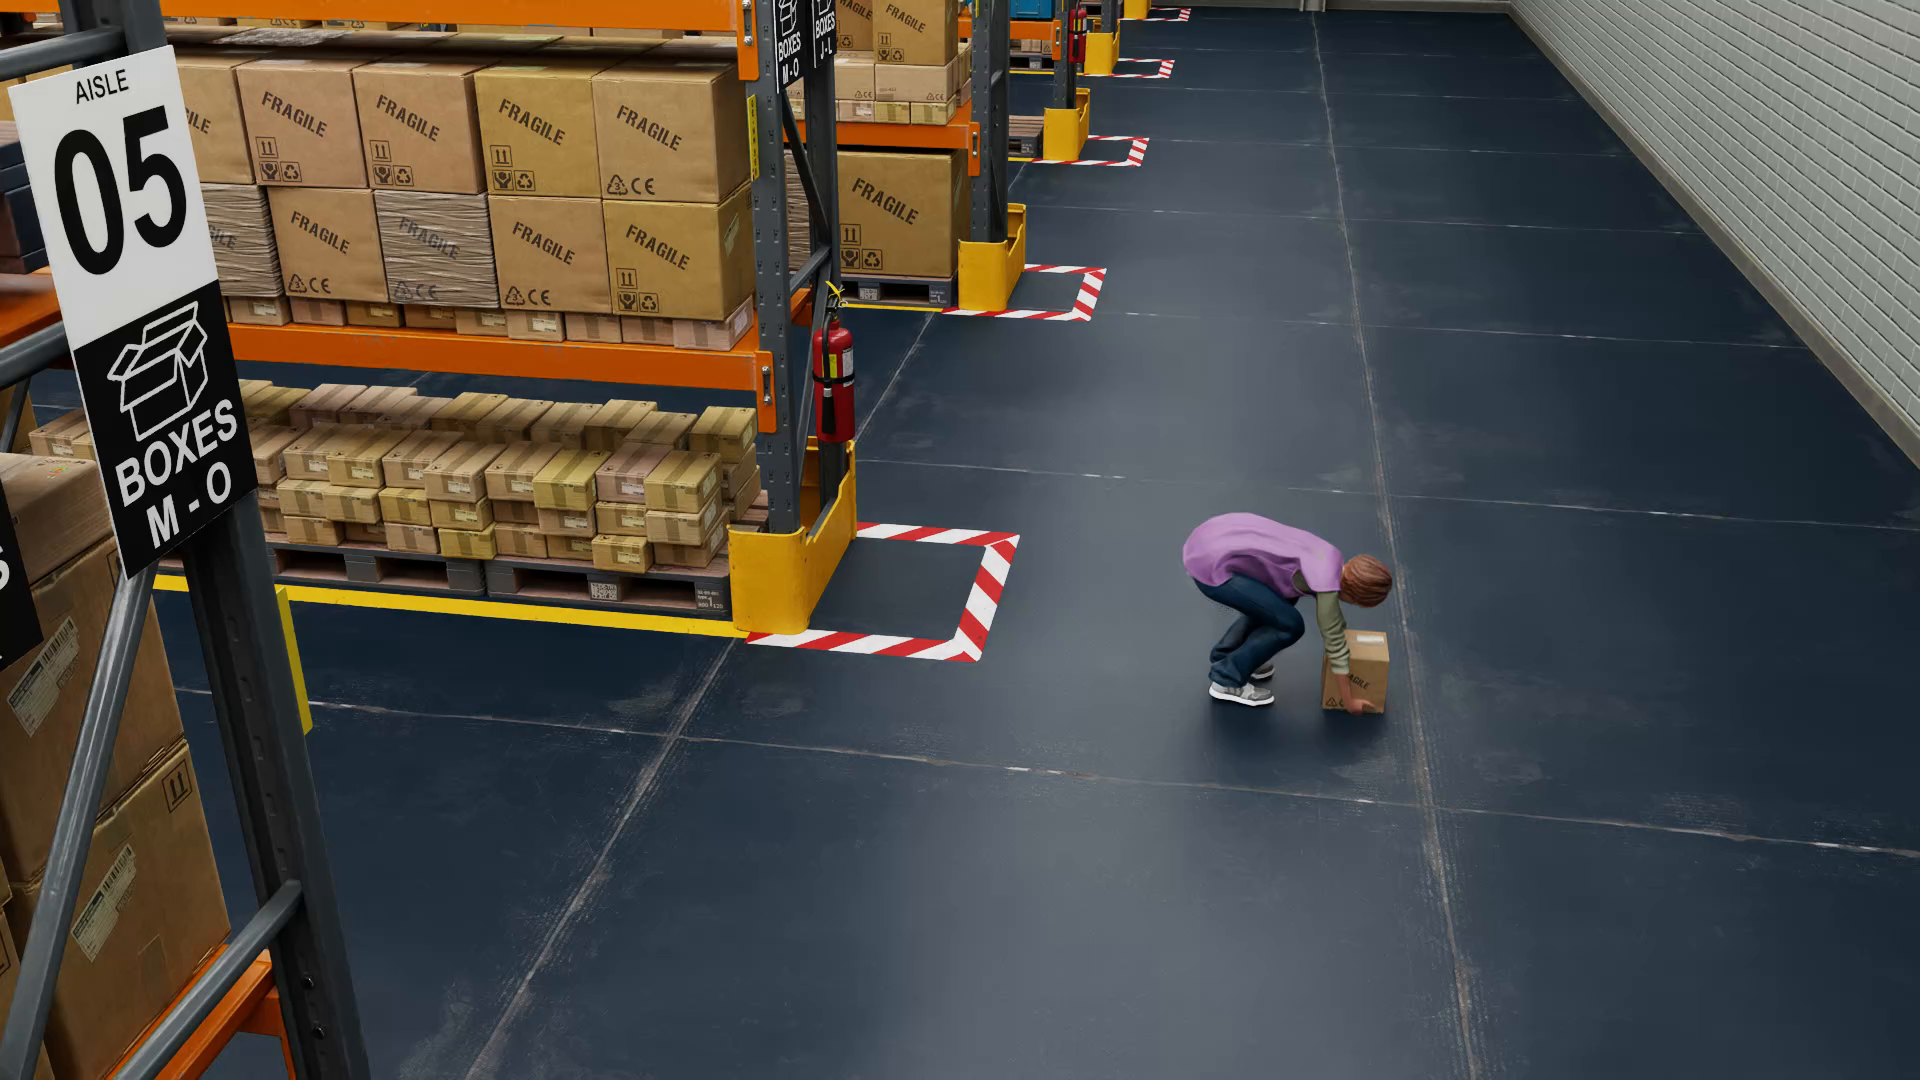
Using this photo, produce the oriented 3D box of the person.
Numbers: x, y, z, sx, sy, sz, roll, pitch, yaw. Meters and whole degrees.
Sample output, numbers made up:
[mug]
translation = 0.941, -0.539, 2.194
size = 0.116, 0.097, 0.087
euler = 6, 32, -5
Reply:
[person]
translation = 1.351, 0.288, 6.966
size = 0.864, 0.807, 0.432
euler = 3, 25, 6
